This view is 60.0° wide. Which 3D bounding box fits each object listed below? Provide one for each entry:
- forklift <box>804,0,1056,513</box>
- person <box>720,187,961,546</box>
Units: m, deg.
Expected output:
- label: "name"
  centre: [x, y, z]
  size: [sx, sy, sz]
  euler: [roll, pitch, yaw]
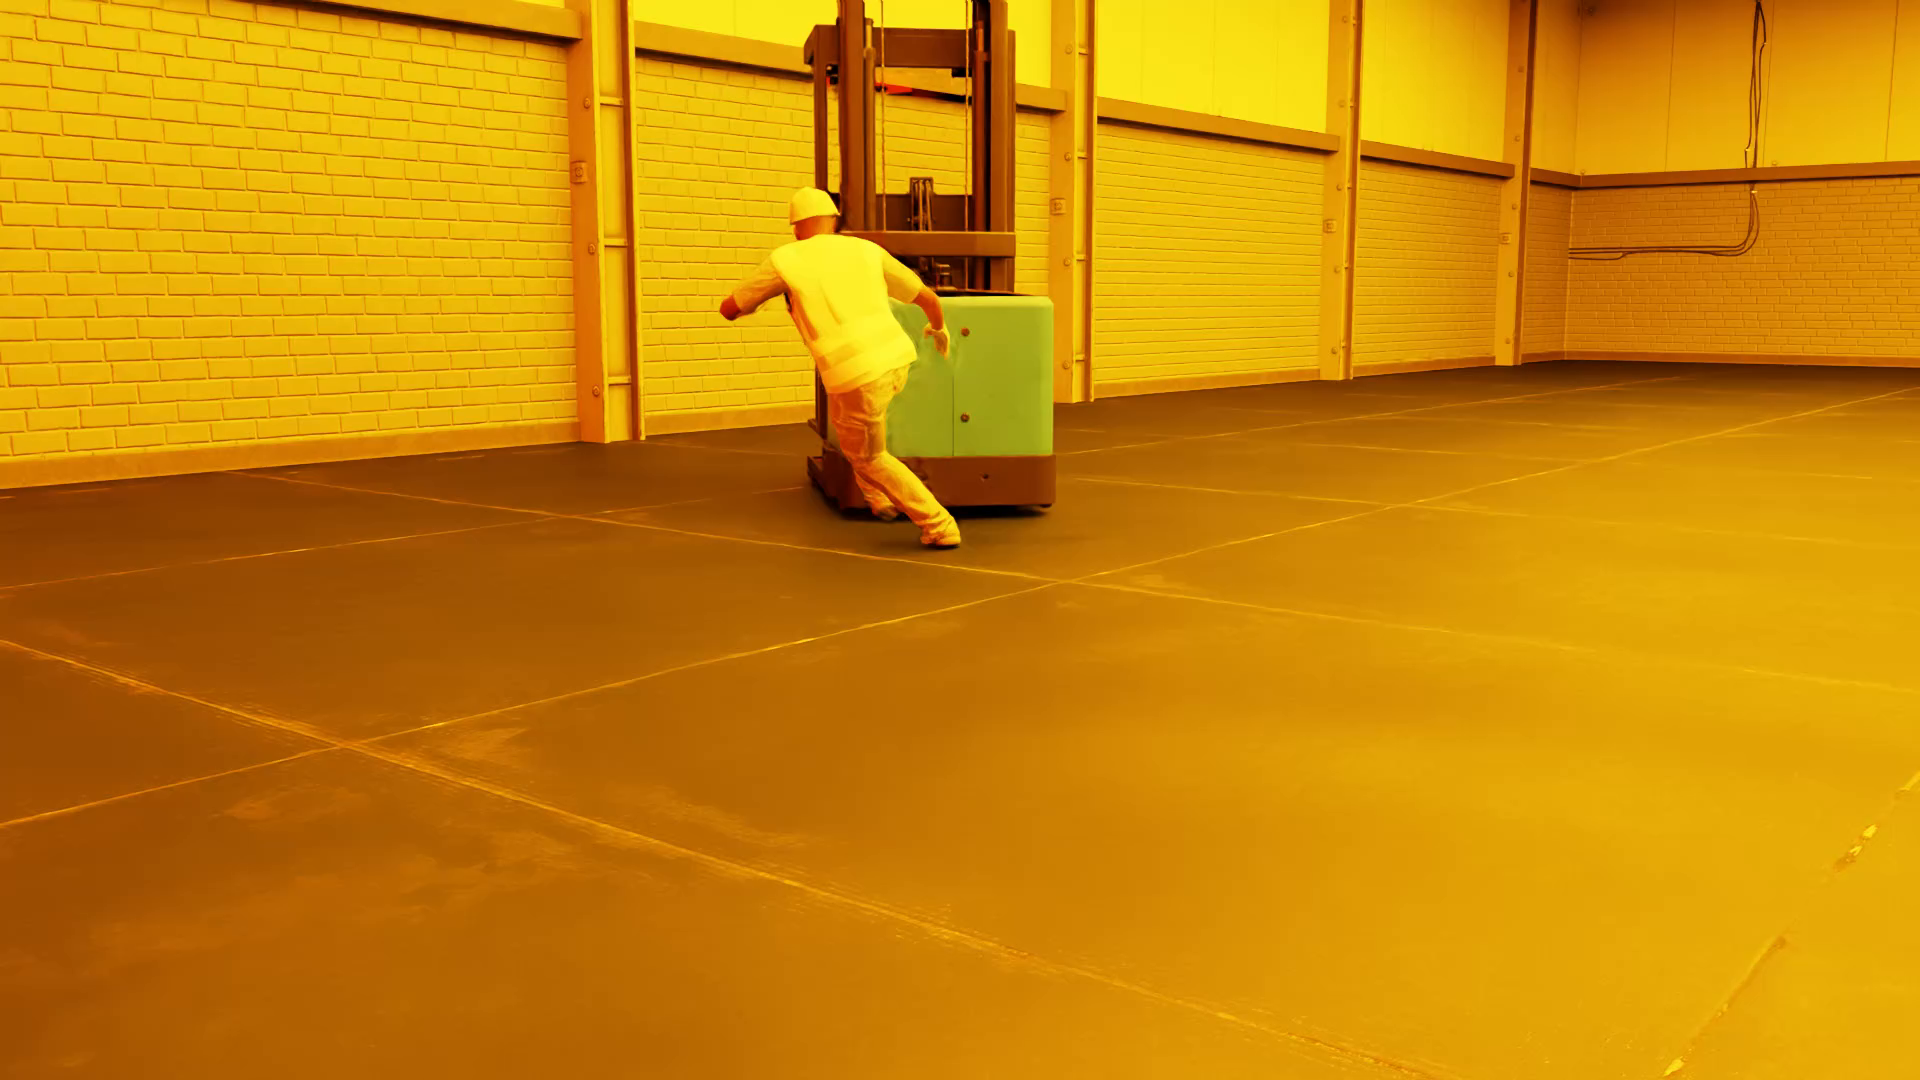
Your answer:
- label: "forklift"
  centre: [-0.284, -1.757, 9.291]
  size: [1.130, 2.935, 3.031]
  euler: [-1, 8, -10]
- label: "person"
  centre: [-0.473, -0.732, 7.148]
  size: [1.023, 1.535, 0.914]
  euler: [-6, 11, -38]
